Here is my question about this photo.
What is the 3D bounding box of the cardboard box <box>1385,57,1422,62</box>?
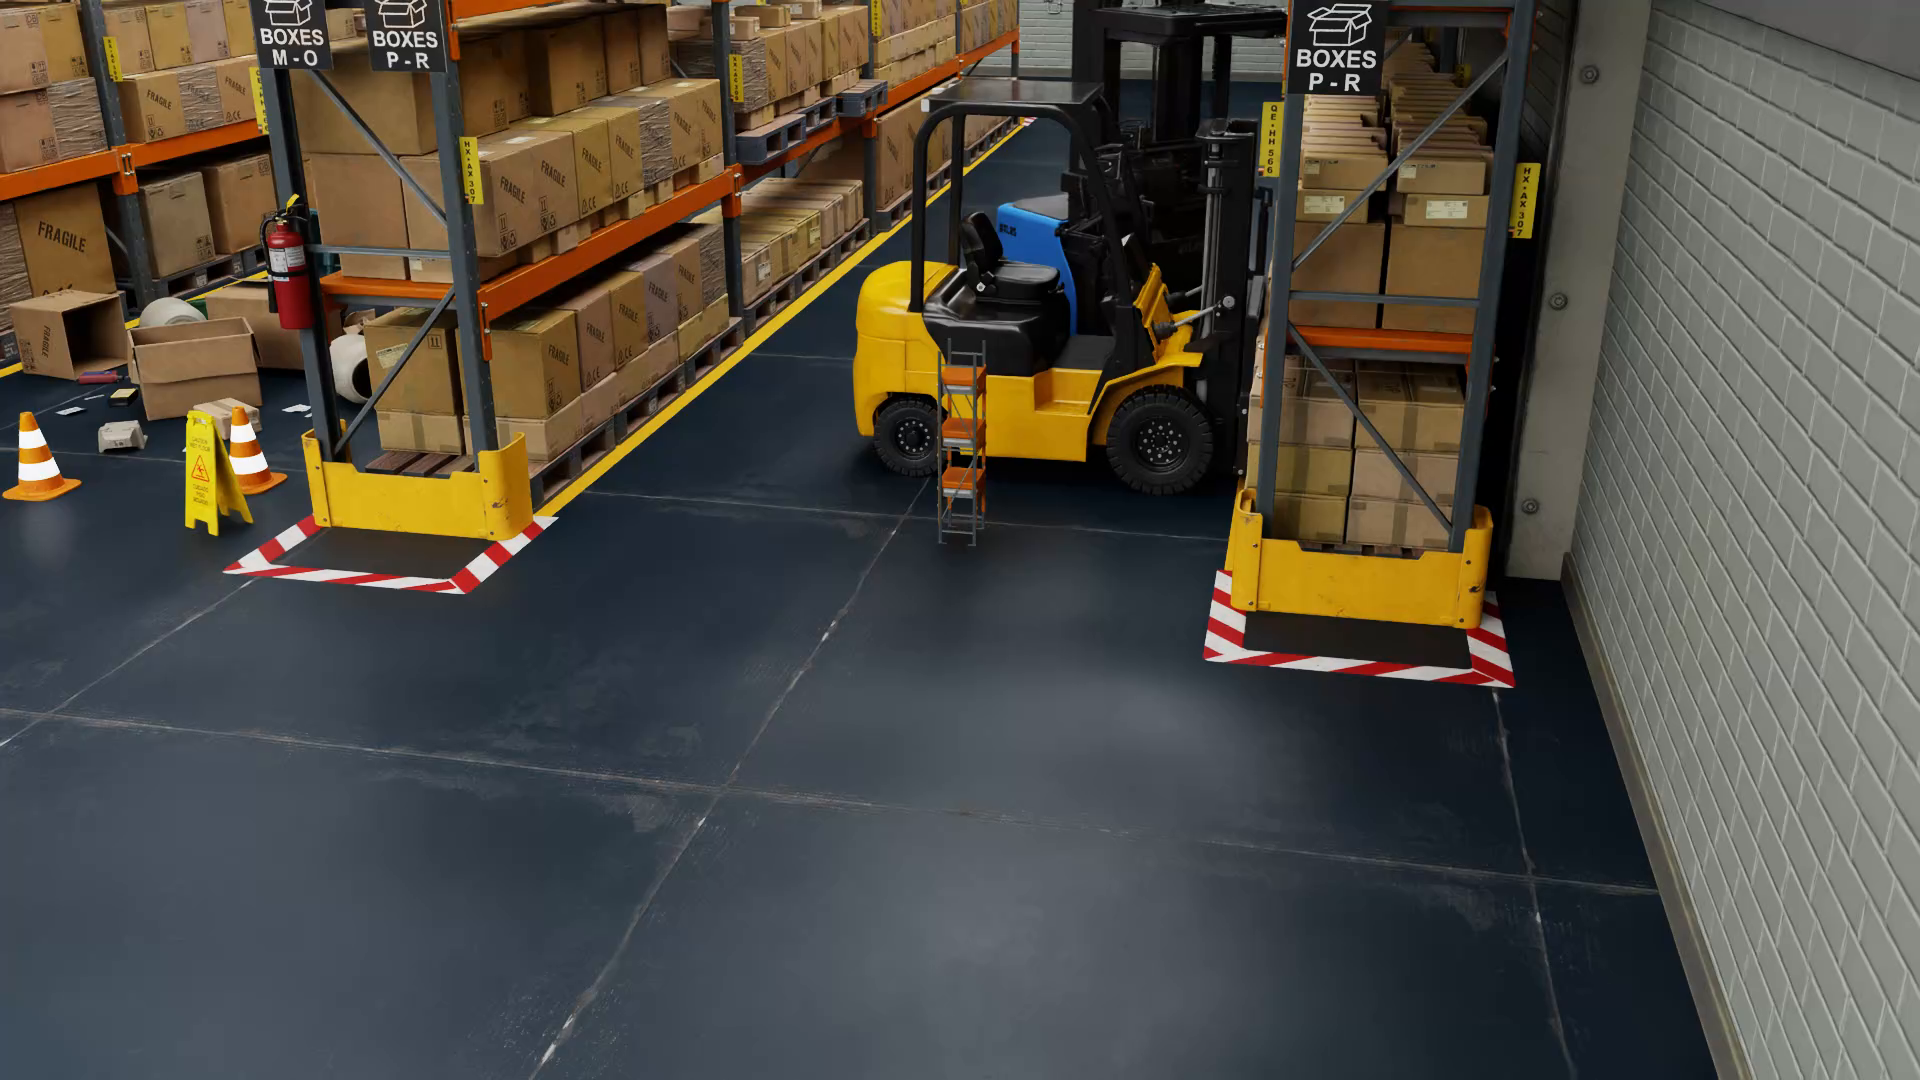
[{"bbox_3d":[3.385,-3.660,12.925,0.380,0.149,0.250,5,22,12],"label":"cardboard box"}]

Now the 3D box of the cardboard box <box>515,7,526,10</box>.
[{"bbox_3d":[-5.308,-6.285,19.422,0.380,0.149,0.250,4,22,9],"label":"cardboard box"}]

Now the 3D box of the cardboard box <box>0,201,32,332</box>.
[{"bbox_3d":[-7.373,-1.920,11.887,0.875,0.875,0.875,5,22,11],"label":"cardboard box"}]

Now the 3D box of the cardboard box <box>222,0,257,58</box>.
[{"bbox_3d":[-6.589,-4.515,14.576,0.700,0.500,0.500,4,22,10],"label":"cardboard box"}]

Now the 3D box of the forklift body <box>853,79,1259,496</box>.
[{"bbox_3d":[0.516,-1.524,9.758,2.313,2.155,1.214,4,22,11],"label":"forklift body"}]

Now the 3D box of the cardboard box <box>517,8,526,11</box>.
[{"bbox_3d":[-5.304,-6.150,19.485,0.380,0.149,0.250,5,22,11],"label":"cardboard box"}]

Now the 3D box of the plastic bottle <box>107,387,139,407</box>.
[{"bbox_3d":[-5.615,-0.968,11.175,0.133,0.061,0.283,-3,22,-8],"label":"plastic bottle"}]

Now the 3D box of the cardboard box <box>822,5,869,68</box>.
[{"bbox_3d":[-1.133,-4.579,15.114,0.500,0.500,0.500,4,22,9],"label":"cardboard box"}]

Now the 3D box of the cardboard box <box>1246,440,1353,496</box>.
[{"bbox_3d":[1.708,-0.438,8.375,0.500,0.250,0.500,4,22,10],"label":"cardboard box"}]

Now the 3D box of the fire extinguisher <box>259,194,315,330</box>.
[{"bbox_3d":[-3.420,-1.419,8.466,0.296,0.674,0.183,4,22,11],"label":"fire extinguisher"}]

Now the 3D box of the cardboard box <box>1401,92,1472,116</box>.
[{"bbox_3d":[2.767,-2.517,9.688,0.380,0.149,0.250,4,22,10],"label":"cardboard box"}]

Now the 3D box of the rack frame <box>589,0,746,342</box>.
[{"bbox_3d":[-2.129,-2.925,12.100,1.000,3.000,0.127,4,22,11],"label":"rack frame"}]

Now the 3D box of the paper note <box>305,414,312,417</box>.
[{"bbox_3d":[-4.243,-0.825,10.888,0.032,0.001,0.123,4,22,11],"label":"paper note"}]

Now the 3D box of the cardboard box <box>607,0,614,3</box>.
[{"bbox_3d":[-4.783,-6.900,21.439,0.500,0.500,0.500,4,22,10],"label":"cardboard box"}]

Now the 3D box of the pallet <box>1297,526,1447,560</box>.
[{"bbox_3d":[2.030,-0.074,8.755,1.003,0.211,1.213,4,22,11],"label":"pallet"}]

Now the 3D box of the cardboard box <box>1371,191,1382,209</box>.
[{"bbox_3d":[1.873,-1.520,8.479,0.500,0.500,0.500,5,23,13],"label":"cardboard box"}]

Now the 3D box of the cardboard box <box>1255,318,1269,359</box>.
[{"bbox_3d":[1.895,-1.033,9.182,0.500,0.250,0.500,5,22,12],"label":"cardboard box"}]

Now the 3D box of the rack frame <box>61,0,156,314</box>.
[{"bbox_3d":[-6.995,-3.265,12.945,1.000,3.000,0.127,4,22,11],"label":"rack frame"}]

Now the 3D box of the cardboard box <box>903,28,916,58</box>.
[{"bbox_3d":[-0.747,-5.087,17.000,0.500,0.250,0.500,4,22,11],"label":"cardboard box"}]

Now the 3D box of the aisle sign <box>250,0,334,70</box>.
[{"bbox_3d":[-3.242,-2.667,7.981,0.394,0.787,0.004,4,22,11],"label":"aisle sign"}]

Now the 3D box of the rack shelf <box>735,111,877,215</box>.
[{"bbox_3d":[-1.721,-3.322,14.051,1.077,0.370,4.000,4,22,11],"label":"rack shelf"}]

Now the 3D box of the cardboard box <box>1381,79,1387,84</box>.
[{"bbox_3d":[3.119,-3.101,11.536,0.380,0.149,0.250,4,22,9],"label":"cardboard box"}]

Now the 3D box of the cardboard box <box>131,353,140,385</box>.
[{"bbox_3d":[-5.543,-1.228,11.547,0.396,0.266,0.258,8,23,20],"label":"cardboard box"}]

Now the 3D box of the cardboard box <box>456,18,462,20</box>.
[{"bbox_3d":[-5.629,-5.717,18.012,0.380,0.149,0.250,5,23,13],"label":"cardboard box"}]

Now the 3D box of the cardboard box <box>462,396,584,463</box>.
[{"bbox_3d":[-2.510,-0.655,9.583,0.500,0.250,0.500,4,22,10],"label":"cardboard box"}]

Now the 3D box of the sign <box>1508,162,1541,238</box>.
[{"bbox_3d":[2.457,-1.479,7.245,0.100,0.325,0.005,4,22,11],"label":"sign"}]

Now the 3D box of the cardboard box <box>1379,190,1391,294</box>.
[{"bbox_3d":[2.372,-1.483,8.388,0.500,0.500,0.500,5,23,13],"label":"cardboard box"}]

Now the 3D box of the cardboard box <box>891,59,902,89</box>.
[{"bbox_3d":[-0.879,-4.667,16.627,0.500,0.250,0.500,4,22,9],"label":"cardboard box"}]

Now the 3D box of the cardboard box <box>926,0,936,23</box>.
[{"bbox_3d":[-0.563,-5.804,17.778,0.500,0.500,0.500,5,23,13],"label":"cardboard box"}]

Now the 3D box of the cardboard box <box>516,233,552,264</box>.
[{"bbox_3d":[-2.502,-1.638,9.242,0.380,0.149,0.250,4,22,9],"label":"cardboard box"}]

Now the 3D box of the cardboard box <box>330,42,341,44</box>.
[{"bbox_3d":[-6.111,-4.407,15.646,0.500,0.500,0.500,4,22,11],"label":"cardboard box"}]

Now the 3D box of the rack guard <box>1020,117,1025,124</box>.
[{"bbox_3d":[0.325,-6.163,23.486,1.175,0.500,0.348,4,22,11],"label":"rack guard"}]

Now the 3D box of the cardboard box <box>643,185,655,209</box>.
[{"bbox_3d":[-2.182,-2.204,10.648,0.380,0.149,0.250,4,22,10],"label":"cardboard box"}]

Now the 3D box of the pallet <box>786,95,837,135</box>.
[{"bbox_3d":[-1.677,-3.571,13.963,1.003,0.211,1.213,4,22,11],"label":"pallet"}]

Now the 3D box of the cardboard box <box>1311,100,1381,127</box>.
[{"bbox_3d":[2.157,-2.369,9.321,0.380,0.149,0.250,5,22,11],"label":"cardboard box"}]

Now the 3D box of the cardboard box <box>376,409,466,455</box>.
[{"bbox_3d":[-3.039,-0.706,9.710,0.500,0.250,0.500,4,22,11],"label":"cardboard box"}]

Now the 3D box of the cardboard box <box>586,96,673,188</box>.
[{"bbox_3d":[-2.176,-2.549,10.635,0.500,0.500,0.500,5,22,12],"label":"cardboard box"}]

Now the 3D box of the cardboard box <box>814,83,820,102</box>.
[{"bbox_3d":[-1.388,-3.755,13.937,0.380,0.149,0.250,4,22,9],"label":"cardboard box"}]

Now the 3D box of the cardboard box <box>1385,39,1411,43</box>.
[{"bbox_3d":[3.679,-4.223,14.323,0.380,0.149,0.250,5,23,13],"label":"cardboard box"}]

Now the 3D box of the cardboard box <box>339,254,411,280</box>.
[{"bbox_3d":[-3.078,-1.498,8.895,0.380,0.149,0.250,5,23,13],"label":"cardboard box"}]

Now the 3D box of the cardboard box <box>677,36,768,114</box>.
[{"bbox_3d":[-1.753,-3.453,12.319,0.500,0.500,0.500,5,22,12],"label":"cardboard box"}]

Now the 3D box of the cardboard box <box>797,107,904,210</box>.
[{"bbox_3d":[-1.090,-3.843,16.662,0.875,0.875,0.875,4,22,10],"label":"cardboard box"}]

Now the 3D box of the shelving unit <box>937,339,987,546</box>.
[{"bbox_3d":[0.011,-0.507,8.706,0.215,1.050,0.252,4,22,11],"label":"shelving unit"}]

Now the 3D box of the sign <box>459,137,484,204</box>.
[{"bbox_3d":[-2.414,-1.822,8.204,0.100,0.325,0.005,4,22,11],"label":"sign"}]

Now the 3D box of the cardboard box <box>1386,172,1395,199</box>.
[{"bbox_3d":[2.284,-1.724,8.116,0.380,0.149,0.250,4,22,10],"label":"cardboard box"}]

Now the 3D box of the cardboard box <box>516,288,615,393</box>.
[{"bbox_3d":[-2.403,-1.203,9.940,0.500,0.500,0.500,4,22,9],"label":"cardboard box"}]

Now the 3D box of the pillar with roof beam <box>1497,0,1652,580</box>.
[{"bbox_3d":[-1.275,-4.382,7.687,9.100,9.000,0.400,4,22,11],"label":"pillar with roof beam"}]

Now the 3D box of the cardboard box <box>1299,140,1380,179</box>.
[{"bbox_3d":[1.802,-1.810,7.931,0.380,0.149,0.250,4,22,11],"label":"cardboard box"}]

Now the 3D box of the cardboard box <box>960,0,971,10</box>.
[{"bbox_3d":[-0.162,-6.516,19.546,0.500,0.500,0.500,5,22,11],"label":"cardboard box"}]

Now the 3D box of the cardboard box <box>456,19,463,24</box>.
[{"bbox_3d":[-5.623,-5.577,18.061,0.380,0.149,0.250,4,22,10],"label":"cardboard box"}]

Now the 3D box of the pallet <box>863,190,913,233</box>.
[{"bbox_3d":[-1.078,-3.377,16.955,1.003,0.211,1.213,4,22,11],"label":"pallet"}]

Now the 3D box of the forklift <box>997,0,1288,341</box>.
[{"bbox_3d":[1.469,-2.426,10.955,1.130,2.935,3.031,-13,26,-30],"label":"forklift"}]

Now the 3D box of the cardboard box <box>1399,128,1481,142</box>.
[{"bbox_3d":[2.384,-1.957,8.296,0.380,0.149,0.250,5,22,11],"label":"cardboard box"}]

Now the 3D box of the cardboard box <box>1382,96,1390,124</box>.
[{"bbox_3d":[2.917,-2.758,10.684,0.380,0.149,0.250,4,22,11],"label":"cardboard box"}]

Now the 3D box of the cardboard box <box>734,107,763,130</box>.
[{"bbox_3d":[-1.707,-3.181,12.511,0.380,0.149,0.250,5,22,12],"label":"cardboard box"}]

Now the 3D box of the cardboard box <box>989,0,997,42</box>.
[{"bbox_3d":[0.175,-6.602,21.097,0.500,0.500,0.500,5,22,13],"label":"cardboard box"}]

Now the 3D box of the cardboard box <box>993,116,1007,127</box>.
[{"bbox_3d":[0.104,-5.735,21.946,0.875,0.438,0.875,5,22,12],"label":"cardboard box"}]

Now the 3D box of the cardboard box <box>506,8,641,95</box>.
[{"bbox_3d":[-2.557,-3.243,11.021,0.700,0.500,0.500,5,22,11],"label":"cardboard box"}]
